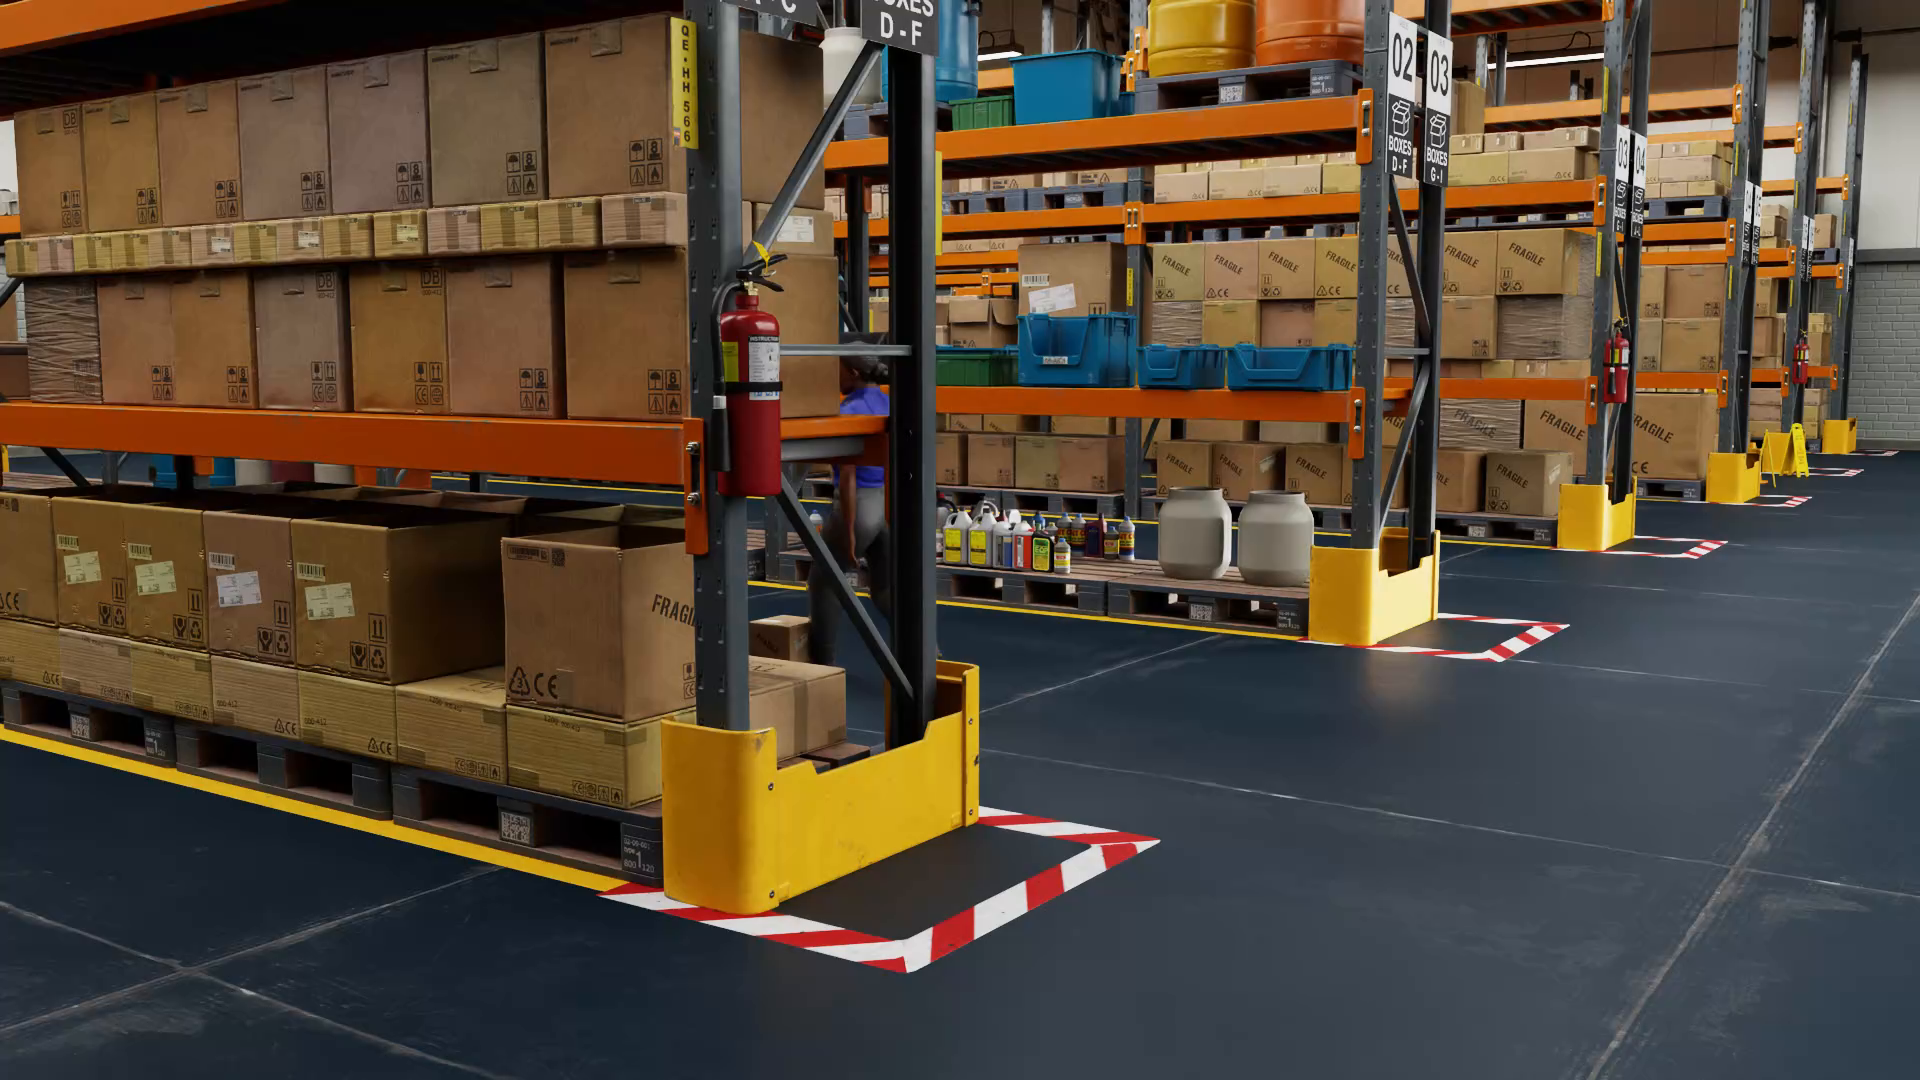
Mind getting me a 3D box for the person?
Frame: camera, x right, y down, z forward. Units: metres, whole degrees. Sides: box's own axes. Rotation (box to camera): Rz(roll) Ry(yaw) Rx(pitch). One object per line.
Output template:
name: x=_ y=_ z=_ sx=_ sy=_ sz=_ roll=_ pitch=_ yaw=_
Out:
person: x=-0.479 y=-0.122 z=7.521 sx=0.427 sy=1.553 sz=1.009 roll=-5 pitch=8 yaw=-36
